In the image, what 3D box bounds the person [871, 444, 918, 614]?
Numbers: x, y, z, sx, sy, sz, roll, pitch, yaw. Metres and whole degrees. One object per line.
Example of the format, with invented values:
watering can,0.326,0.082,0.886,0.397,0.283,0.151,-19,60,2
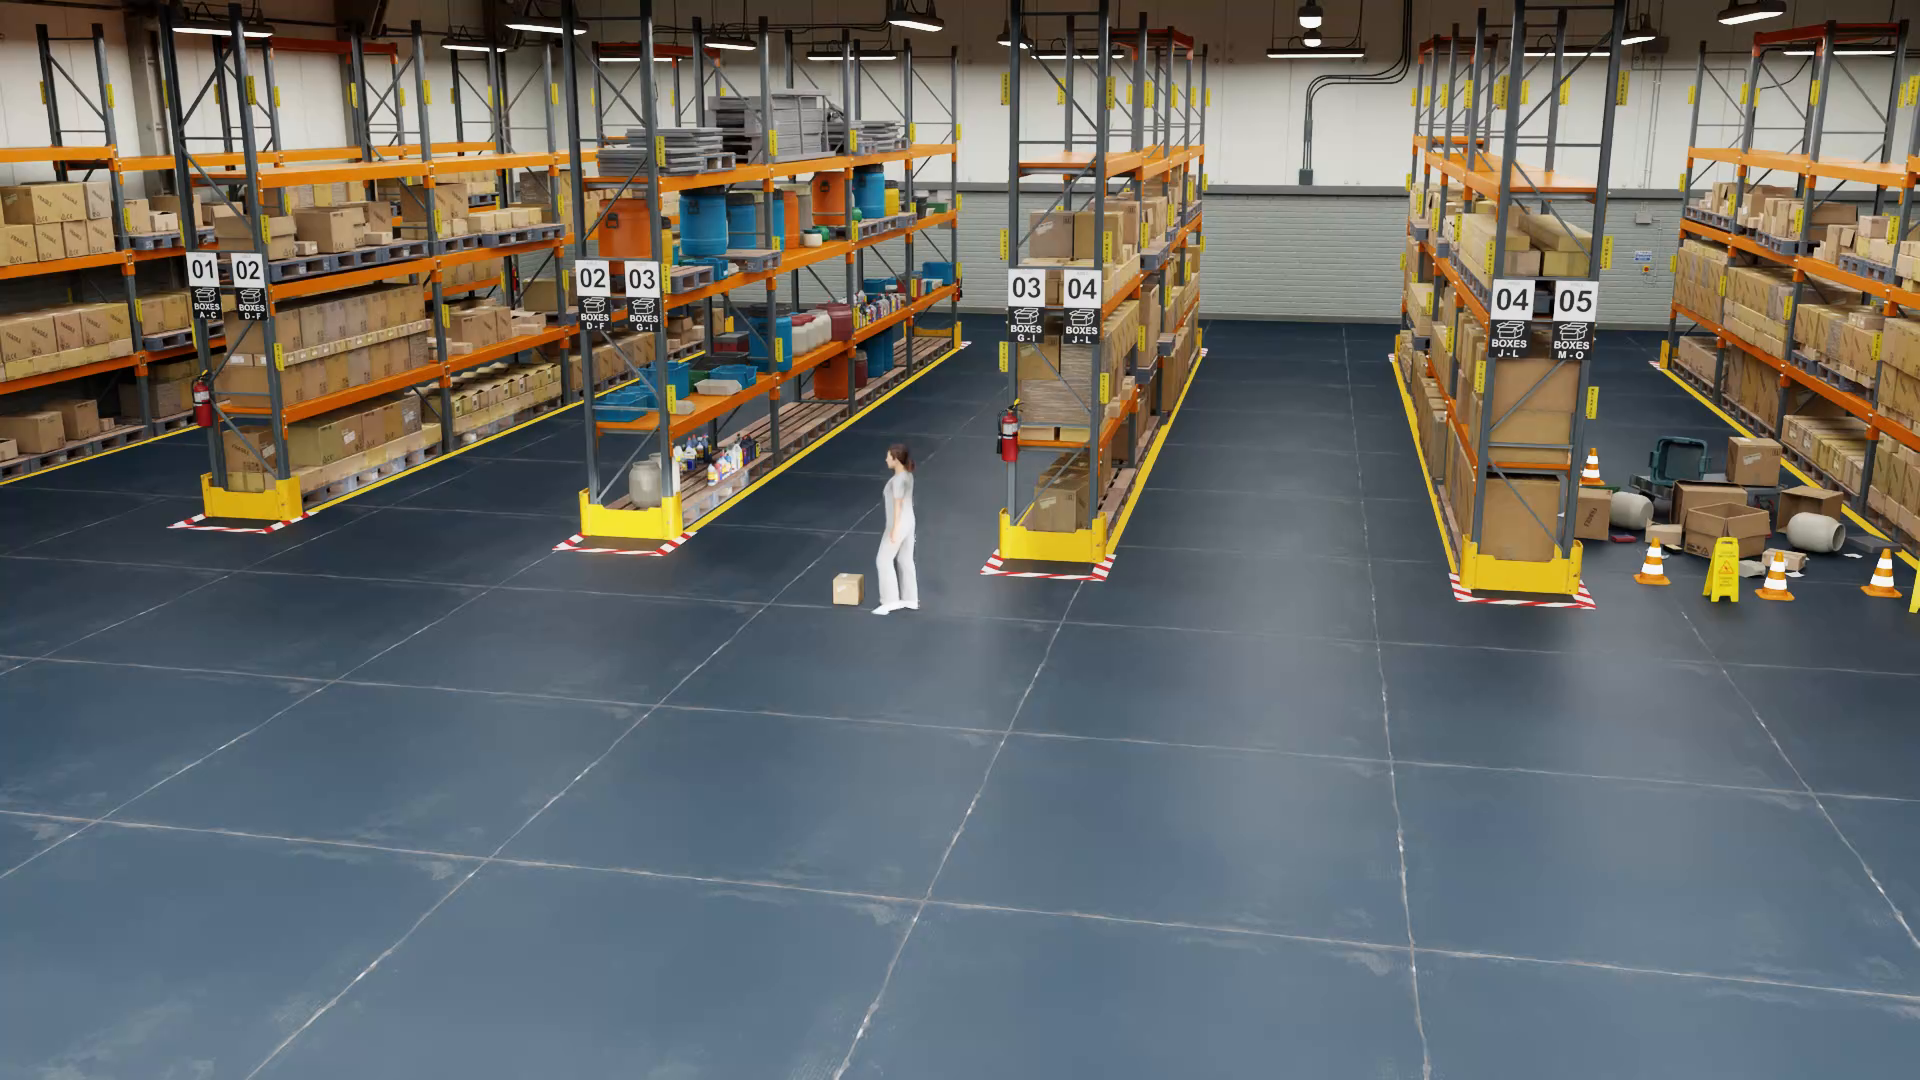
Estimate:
person,-0.635,-0.110,16.478,0.432,1.716,0.457,4,15,13
